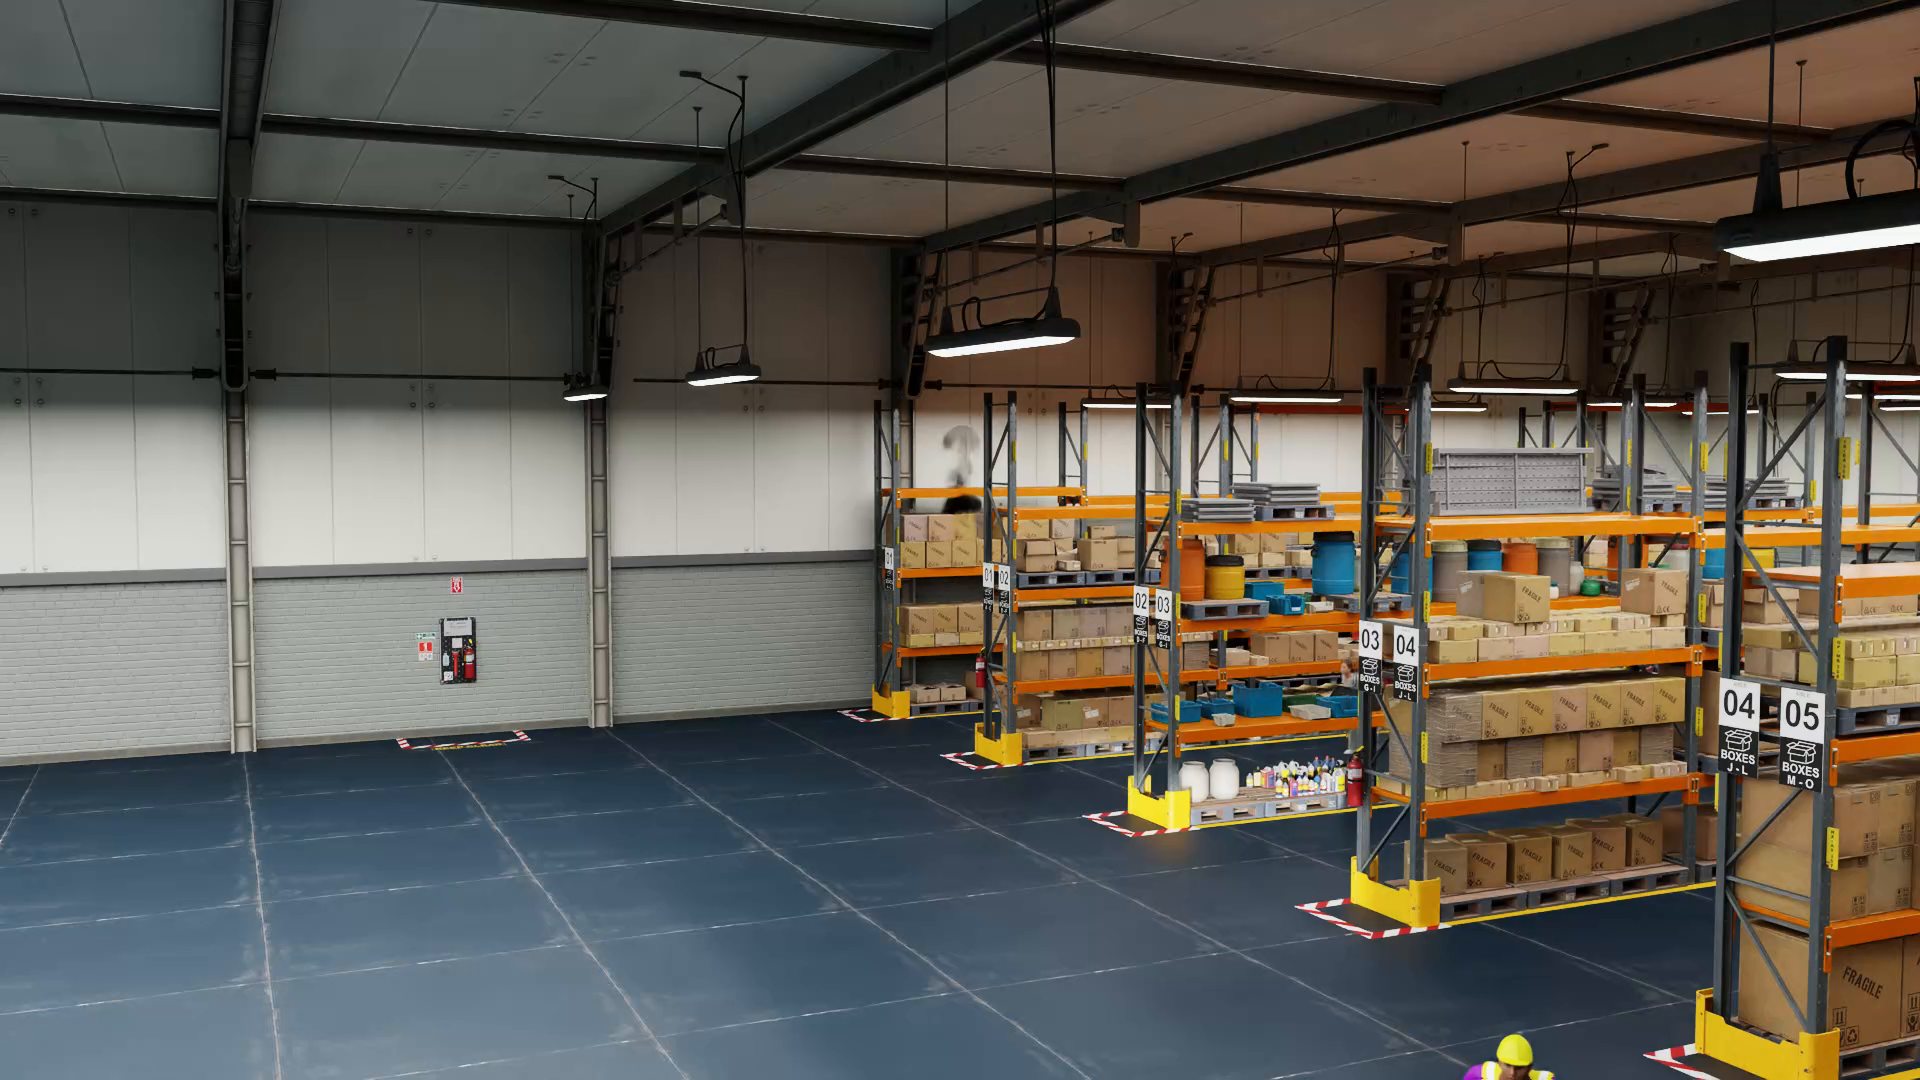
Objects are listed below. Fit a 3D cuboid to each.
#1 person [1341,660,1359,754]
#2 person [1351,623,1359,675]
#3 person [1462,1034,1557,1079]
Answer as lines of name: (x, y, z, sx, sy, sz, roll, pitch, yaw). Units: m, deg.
person: (6.575, 2.774, 27.695, 0.705, 1.600, 0.554, -2, 4, -34)
person: (7.919, 2.422, 32.793, 0.806, 1.705, 0.668, -2, 4, -29)
person: (3.356, 3.755, 10.023, 0.695, 1.691, 0.754, 1, 4, 21)
